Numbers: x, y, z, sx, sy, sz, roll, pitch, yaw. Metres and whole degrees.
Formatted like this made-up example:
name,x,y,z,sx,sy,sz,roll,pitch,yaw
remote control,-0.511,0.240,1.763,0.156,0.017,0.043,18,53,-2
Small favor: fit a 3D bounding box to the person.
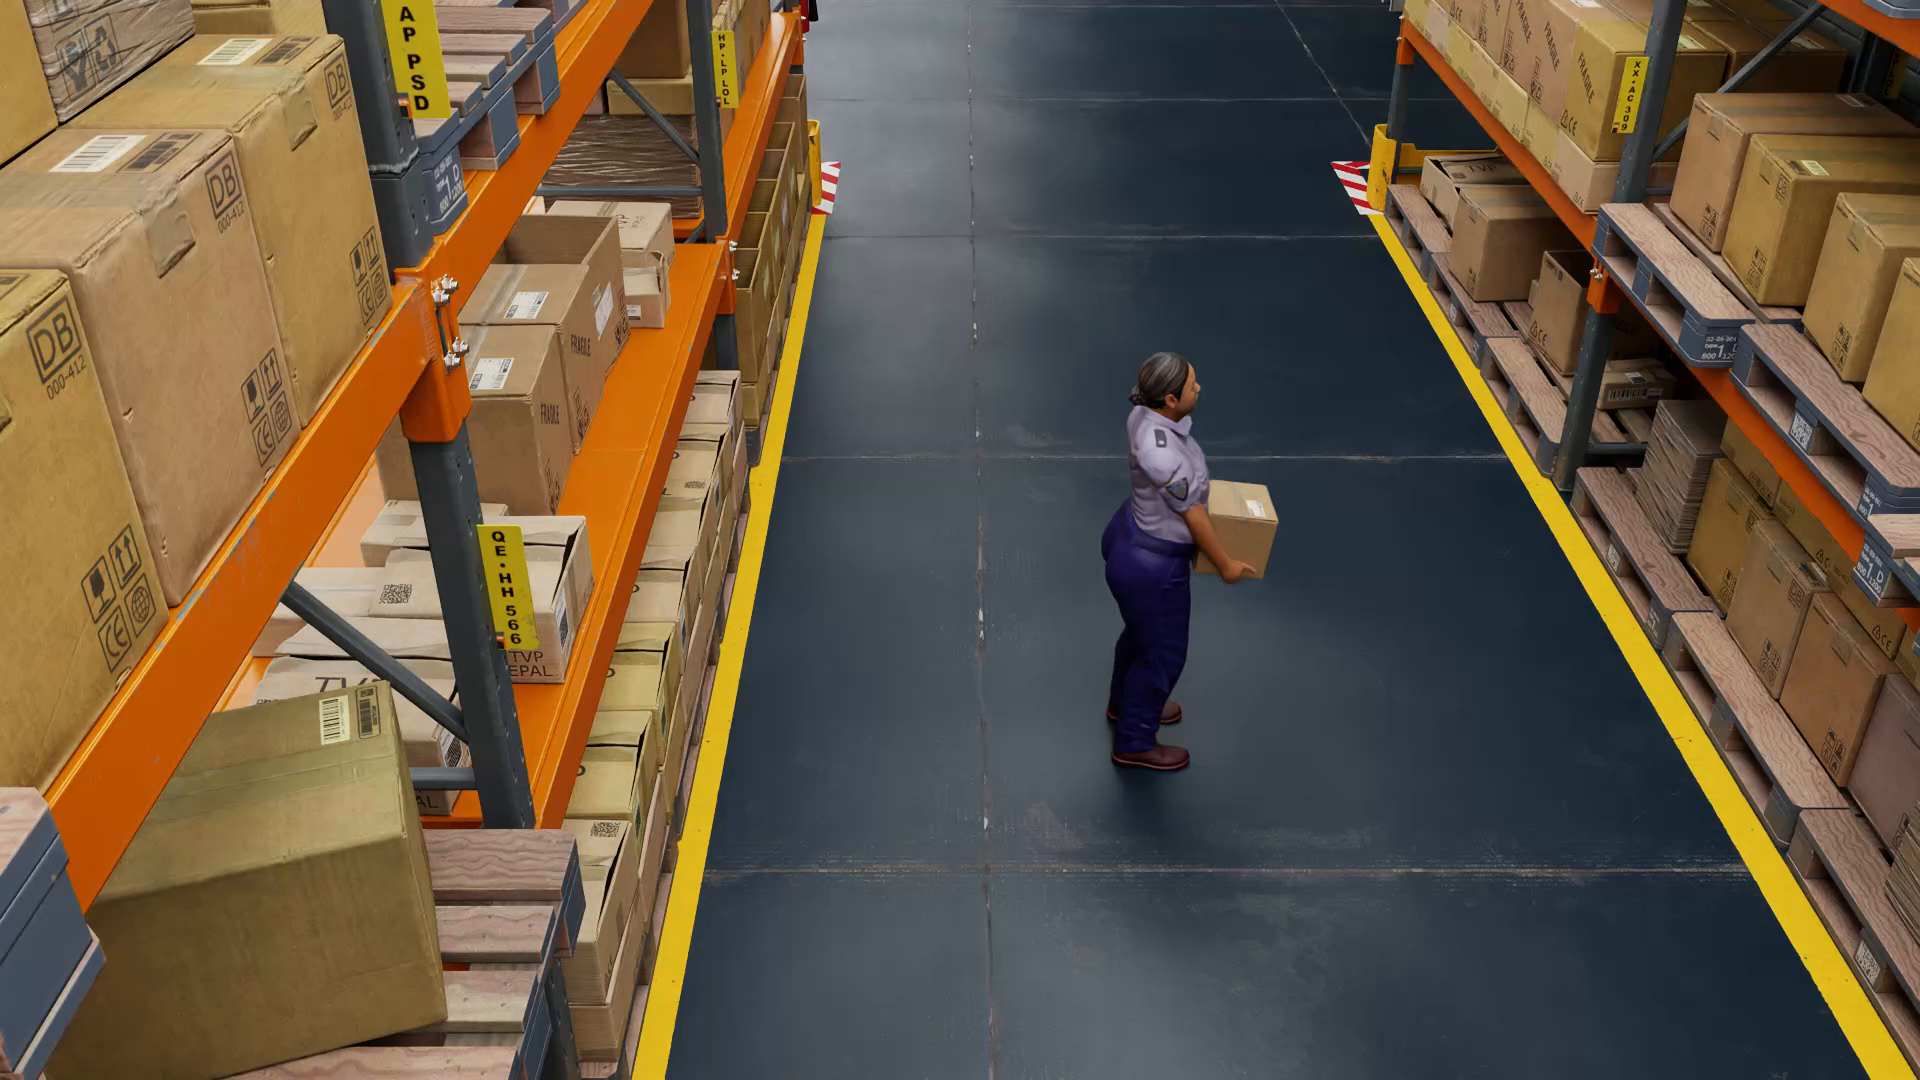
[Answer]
name,x,y,z,sx,sy,sz,roll,pitch,yaw
person,0.784,0.071,6.043,0.531,1.647,0.435,-1,32,-1
